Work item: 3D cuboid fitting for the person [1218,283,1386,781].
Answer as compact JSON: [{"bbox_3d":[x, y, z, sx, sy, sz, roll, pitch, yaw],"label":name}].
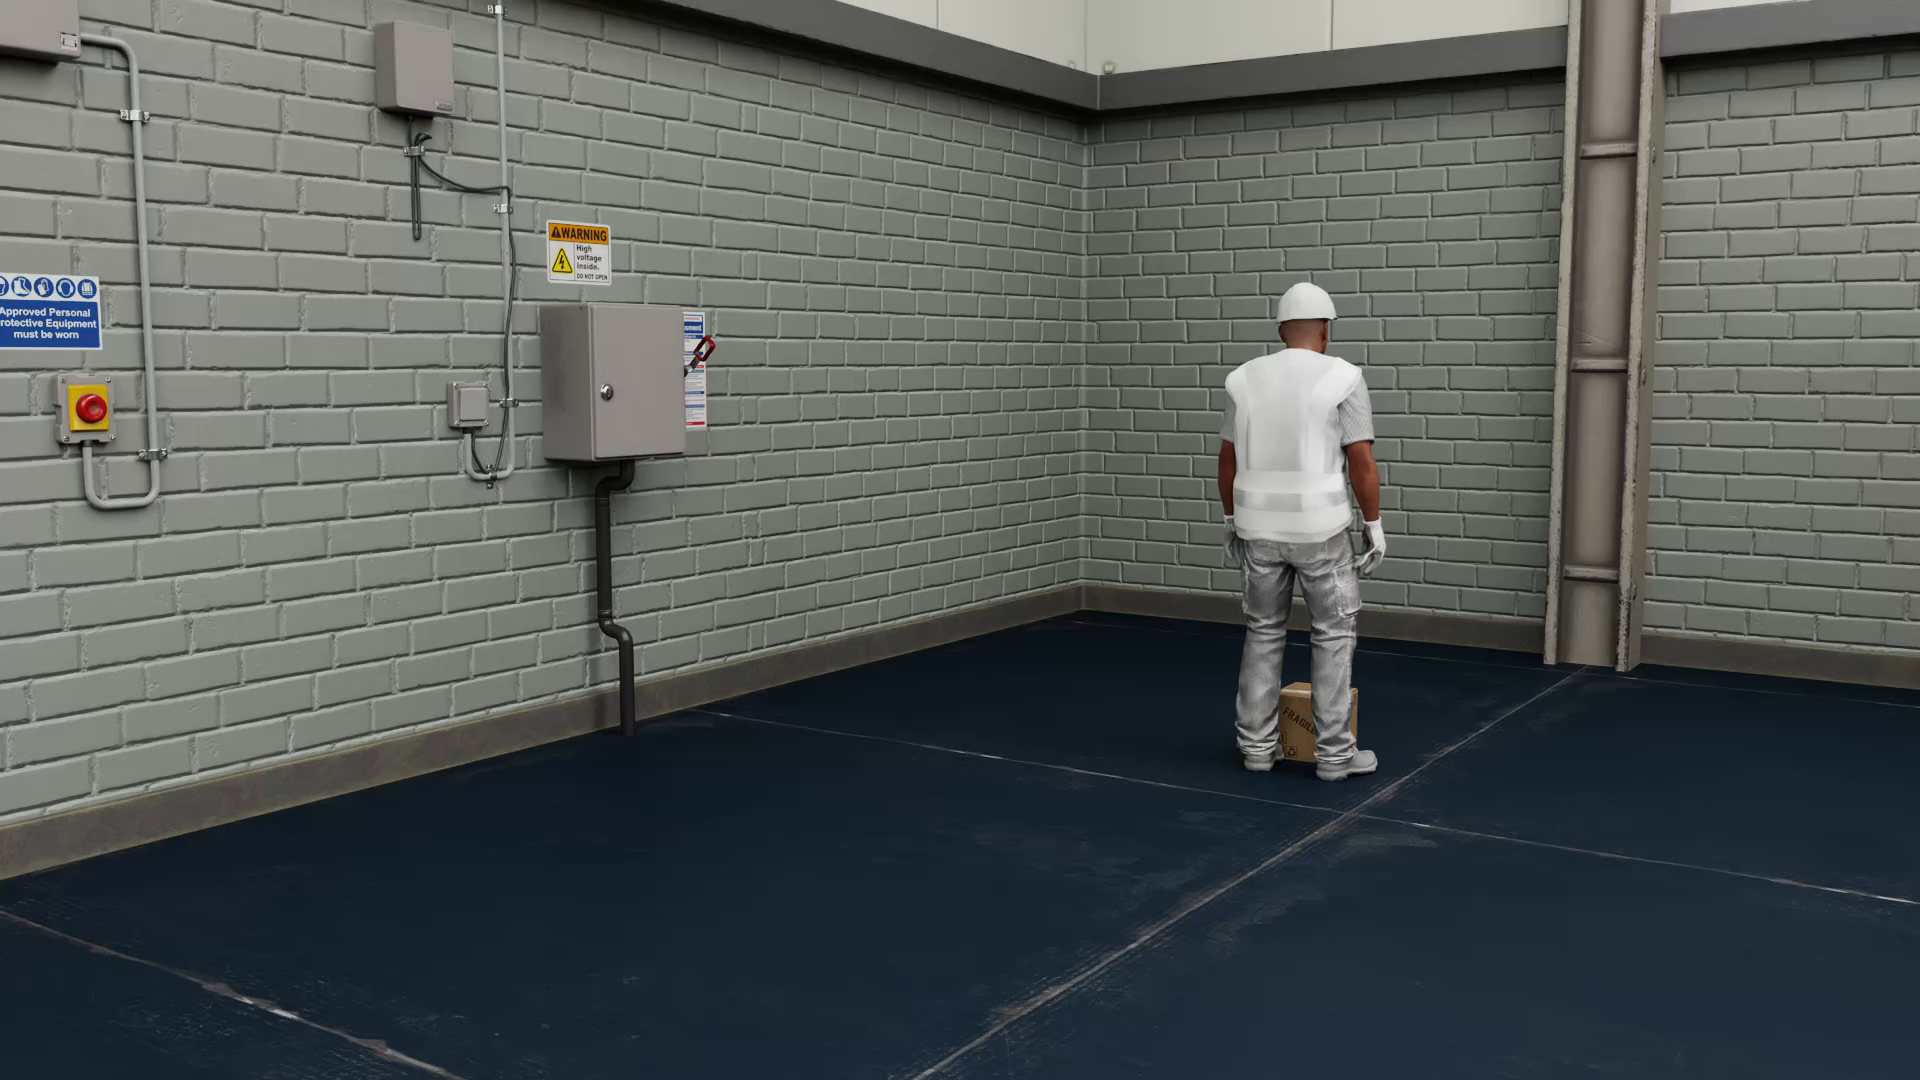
[{"bbox_3d":[1.233,-0.039,6.032,0.618,1.774,0.447,4,7,34],"label":"person"}]
